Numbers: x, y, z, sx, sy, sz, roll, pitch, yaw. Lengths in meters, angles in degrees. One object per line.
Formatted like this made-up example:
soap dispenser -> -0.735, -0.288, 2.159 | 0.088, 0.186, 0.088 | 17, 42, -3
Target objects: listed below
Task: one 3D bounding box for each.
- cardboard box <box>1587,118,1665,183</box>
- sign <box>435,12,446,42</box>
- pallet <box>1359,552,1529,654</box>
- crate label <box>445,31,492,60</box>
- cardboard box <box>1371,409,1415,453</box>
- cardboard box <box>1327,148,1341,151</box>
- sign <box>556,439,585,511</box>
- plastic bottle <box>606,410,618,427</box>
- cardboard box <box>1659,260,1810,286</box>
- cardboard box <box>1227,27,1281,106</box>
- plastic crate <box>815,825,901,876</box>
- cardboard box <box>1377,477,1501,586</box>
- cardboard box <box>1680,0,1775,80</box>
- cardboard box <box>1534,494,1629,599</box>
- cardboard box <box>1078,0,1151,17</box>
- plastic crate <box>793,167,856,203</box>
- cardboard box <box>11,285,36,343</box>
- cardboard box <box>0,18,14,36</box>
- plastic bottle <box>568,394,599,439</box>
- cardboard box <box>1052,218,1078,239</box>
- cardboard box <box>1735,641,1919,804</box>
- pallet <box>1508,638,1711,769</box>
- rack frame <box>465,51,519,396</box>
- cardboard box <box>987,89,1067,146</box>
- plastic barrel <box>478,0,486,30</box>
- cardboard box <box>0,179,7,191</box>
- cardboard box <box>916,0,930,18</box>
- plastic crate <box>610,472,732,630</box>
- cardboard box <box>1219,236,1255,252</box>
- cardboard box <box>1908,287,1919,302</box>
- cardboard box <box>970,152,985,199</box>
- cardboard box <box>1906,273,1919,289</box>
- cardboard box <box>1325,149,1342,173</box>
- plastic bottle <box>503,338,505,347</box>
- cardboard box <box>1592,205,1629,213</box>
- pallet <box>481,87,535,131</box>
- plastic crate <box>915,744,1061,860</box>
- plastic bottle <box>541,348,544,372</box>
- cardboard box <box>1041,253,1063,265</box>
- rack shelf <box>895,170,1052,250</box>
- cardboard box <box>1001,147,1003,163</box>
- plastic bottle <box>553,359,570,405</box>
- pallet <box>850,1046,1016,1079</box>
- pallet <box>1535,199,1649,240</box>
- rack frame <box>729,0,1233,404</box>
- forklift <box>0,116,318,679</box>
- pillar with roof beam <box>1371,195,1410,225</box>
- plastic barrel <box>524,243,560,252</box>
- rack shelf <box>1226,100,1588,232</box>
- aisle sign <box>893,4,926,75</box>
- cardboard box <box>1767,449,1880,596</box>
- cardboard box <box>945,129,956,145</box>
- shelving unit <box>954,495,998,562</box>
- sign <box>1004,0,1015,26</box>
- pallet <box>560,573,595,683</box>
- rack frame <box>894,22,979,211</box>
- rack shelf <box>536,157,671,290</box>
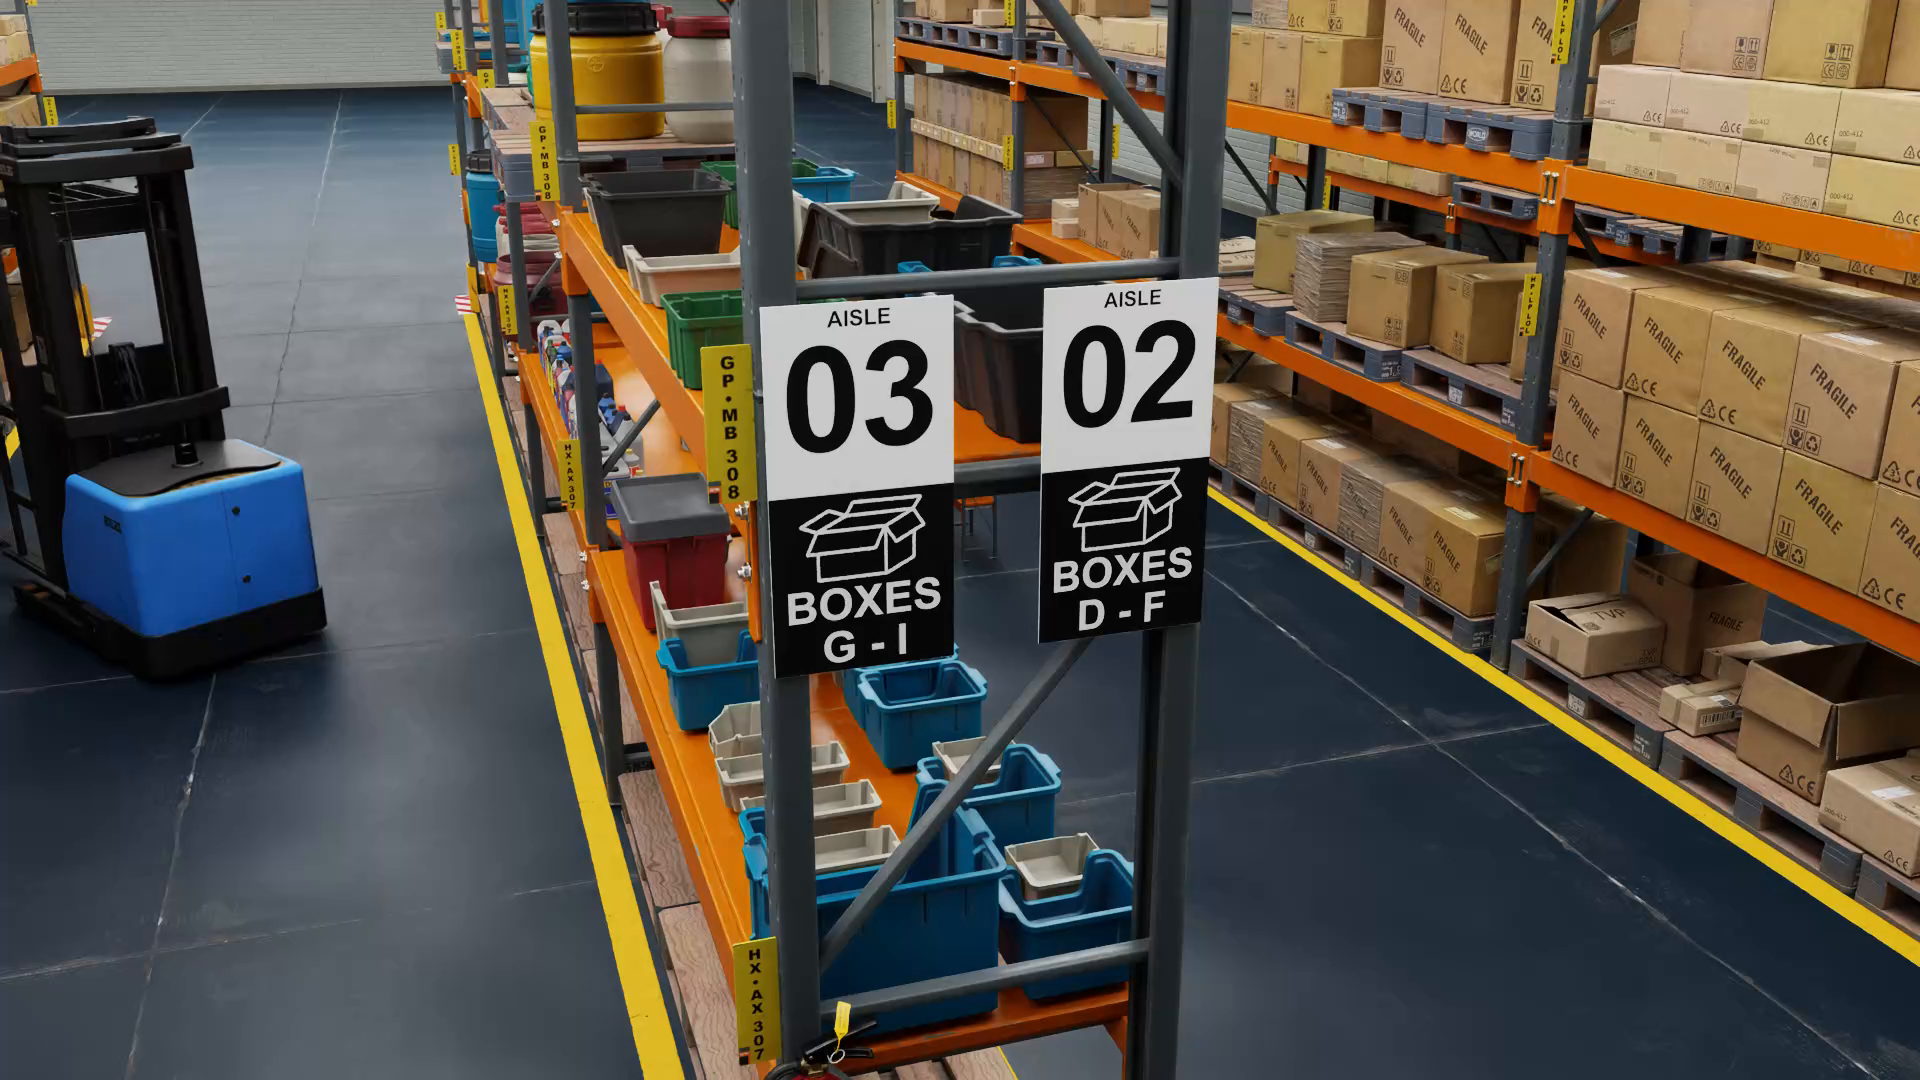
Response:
cardboard box -> 3.419, -1.899, 8.050 | 0.500, 0.250, 0.500 | -6, 21, -17
sign -> -5.498, -5.424, 17.631 | 0.100, 0.325, 0.005 | -6, 21, -17
pallet -> 3.210, 0.316, 10.226 | 1.003, 0.211, 1.213 | -6, 21, -17
crate label -> -4.699, -4.772, 16.046 | 0.502, 0.251, 0.408 | -6, 21, -17
cardboard box -> 3.108, -0.786, 11.106 | 0.500, 0.250, 0.500 | -7, 21, -18
cardboard box -> 4.598, -4.899, 19.701 | 0.500, 0.500, 0.500 | -7, 21, -19
sign -> -1.725, -0.287, 7.369 | 0.100, 0.325, 0.005 | -6, 21, -17
plastic bottle -> -1.794, -0.545, 8.686 | 0.097, 0.271, 0.097 | 0, 20, 0
cardboard box -> 3.906, -1.123, 8.478 | 0.500, 0.500, 0.500 | -6, 21, -17
cardboard box -> 2.413, -3.346, 11.709 | 0.910, 0.500, 0.500 | -6, 21, -17
plastic crate -> -0.373, 0.922, 4.713 | 0.396, 0.136, 0.243 | -6, 21, -17
cardboard box -> 2.927, -0.058, 10.187 | 0.500, 0.500, 0.500 | -6, 21, -17
cardboard box -> 3.713, -2.342, 7.434 | 0.700, 0.500, 0.500 | -6, 21, -17
cardboard box -> 3.580, 0.048, 9.891 | 0.500, 0.500, 0.500 | -7, 21, -20
cardboard box -> 1.344, -4.816, 14.442 | 0.500, 0.500, 0.500 | -4, 20, -12
plastic crate -> -0.613, -1.289, 6.379 | 0.416, 0.233, 0.300 | -6, 21, -17
cardboard box -> -9.275, -2.170, 16.098 | 0.500, 0.500, 0.500 | -1, 20, -3
cardboard box -> -9.030, -4.762, 15.432 | 0.380, 0.149, 0.250 | -6, 21, -17
plastic bottle -> -2.022, -0.645, 8.959 | 0.152, 0.276, 0.135 | -6, 21, -17
cardboard box -> 1.071, -2.883, 15.377 | 0.380, 0.149, 0.250 | -6, 21, -17
cardboard box -> 4.097, 0.830, 7.710 | 0.797, 0.503, 0.637 | -6, 21, -17
pallet -> 3.716, 0.793, 8.896 | 1.003, 0.211, 1.213 | -6, 21, -17
rack frame -> -3.717, -2.782, 14.725 | 1.000, 3.000, 0.127 | -6, 21, -17
cardboard box -> 0.681, -4.268, 16.796 | 0.700, 0.500, 0.500 | -6, 21, -17
plastic barrel -> -4.701, -5.735, 17.251 | 0.600, 0.830, 0.708 | -6, 21, -17
cardboard box -> -8.996, -3.073, 14.946 | 0.875, 0.500, 0.500 | -6, 21, -17
cardboard box -> -0.094, -6.130, 18.626 | 0.797, 0.503, 0.637 | -5, 20, -13
plastic crate -> -1.160, 0.040, 6.684 | 0.402, 0.464, 0.583 | -6, 21, -17
cardboard box -> 2.147, -2.289, 13.484 | 0.500, 0.311, 0.500 | -7, 21, -18
cardboard box -> 7.321, -1.821, 12.391 | 0.380, 0.149, 0.250 | -6, 21, -17
cardboard box -> 0.515, -3.826, 17.483 | 0.700, 0.500, 0.500 | -6, 21, -16
cardboard box -> 7.337, -2.070, 12.124 | 0.500, 0.500, 0.500 | -6, 21, -16
cardboard box -> 4.614, -4.538, 19.804 | 0.500, 0.250, 0.500 | -7, 21, -18
plastic bottle -> -4.344, -1.996, 15.904 | 0.061, 0.283, 0.133 | -5, 20, -14
cardboard box -> 6.375, -3.352, 15.514 | 0.700, 0.500, 0.500 | -6, 21, -17
pallet -> -2.312, -2.565, 9.963 | 1.003, 0.211, 1.213 | -6, 21, -17
plastic crate -> 0.083, 0.794, 4.928 | 0.416, 0.233, 0.300 | -6, 21, -17
plastic bottle -> -2.589, -1.160, 10.503 | 0.097, 0.201, 0.097 | 0, 20, 0
cardboard box -> 1.138, -2.746, 16.960 | 0.500, 0.500, 0.500 | -6, 21, -17
rack shelf -> 0.358, -3.610, 18.095 | 1.077, 0.370, 4.000 | -6, 21, -17
cardboard box -> 0.622, -3.803, 16.461 | 0.380, 0.149, 0.250 | -7, 21, -18
plastic bottle -> -2.329, -0.928, 9.753 | 0.097, 0.271, 0.097 | 0, 20, 0
pallet -> -0.167, 2.112, 5.223 | 1.003, 0.211, 1.213 | -6, 21, -17
pallet -> 6.284, -3.092, 15.870 | 1.003, 0.211, 1.213 | -6, 21, -17
rack frame -> 0.055, -1.755, 2.989 | 1.000, 3.000, 0.127 | -6, 21, -17
forklift -> -5.123, -1.031, 9.952 | 1.130, 2.935, 3.031 | -17, 26, -40
pillar with roof beam -> 1.385, -7.352, 18.572 | 9.100, 9.000, 0.400 | -6, 21, -17
plastic barrel -> -2.986, -1.858, 11.988 | 0.421, 0.512, 0.421 | 0, 20, 0
rack shelf -> 2.873, -2.455, 10.440 | 1.077, 0.370, 4.000 | -6, 21, -17
aisle sign -> -0.582, -5.803, 19.289 | 0.394, 0.787, 0.004 | -6, 21, -17
cardboard box -> 3.883, -0.107, 7.128 | 0.500, 0.500, 0.500 | -7, 21, -18
cardboard box -> 0.055, -4.381, 18.069 | 0.380, 0.149, 0.250 | -7, 21, -18
shelving unit -> 0.052, -0.512, 11.066 | 0.258, 1.200, 0.503 | -6, 21, -17
sign -> 0.460, -4.940, 15.413 | 0.100, 0.325, 0.005 | -6, 21, -17
pallet -> -1.792, 0.453, 9.842 | 1.003, 0.211, 1.213 | -6, 21, -17
rack frame -> -0.271, -4.591, 19.760 | 1.000, 3.000, 0.127 | -6, 21, -17
rack shelf -> -1.831, -1.930, 8.978 | 1.077, 0.370, 4.000 | -6, 21, -17
